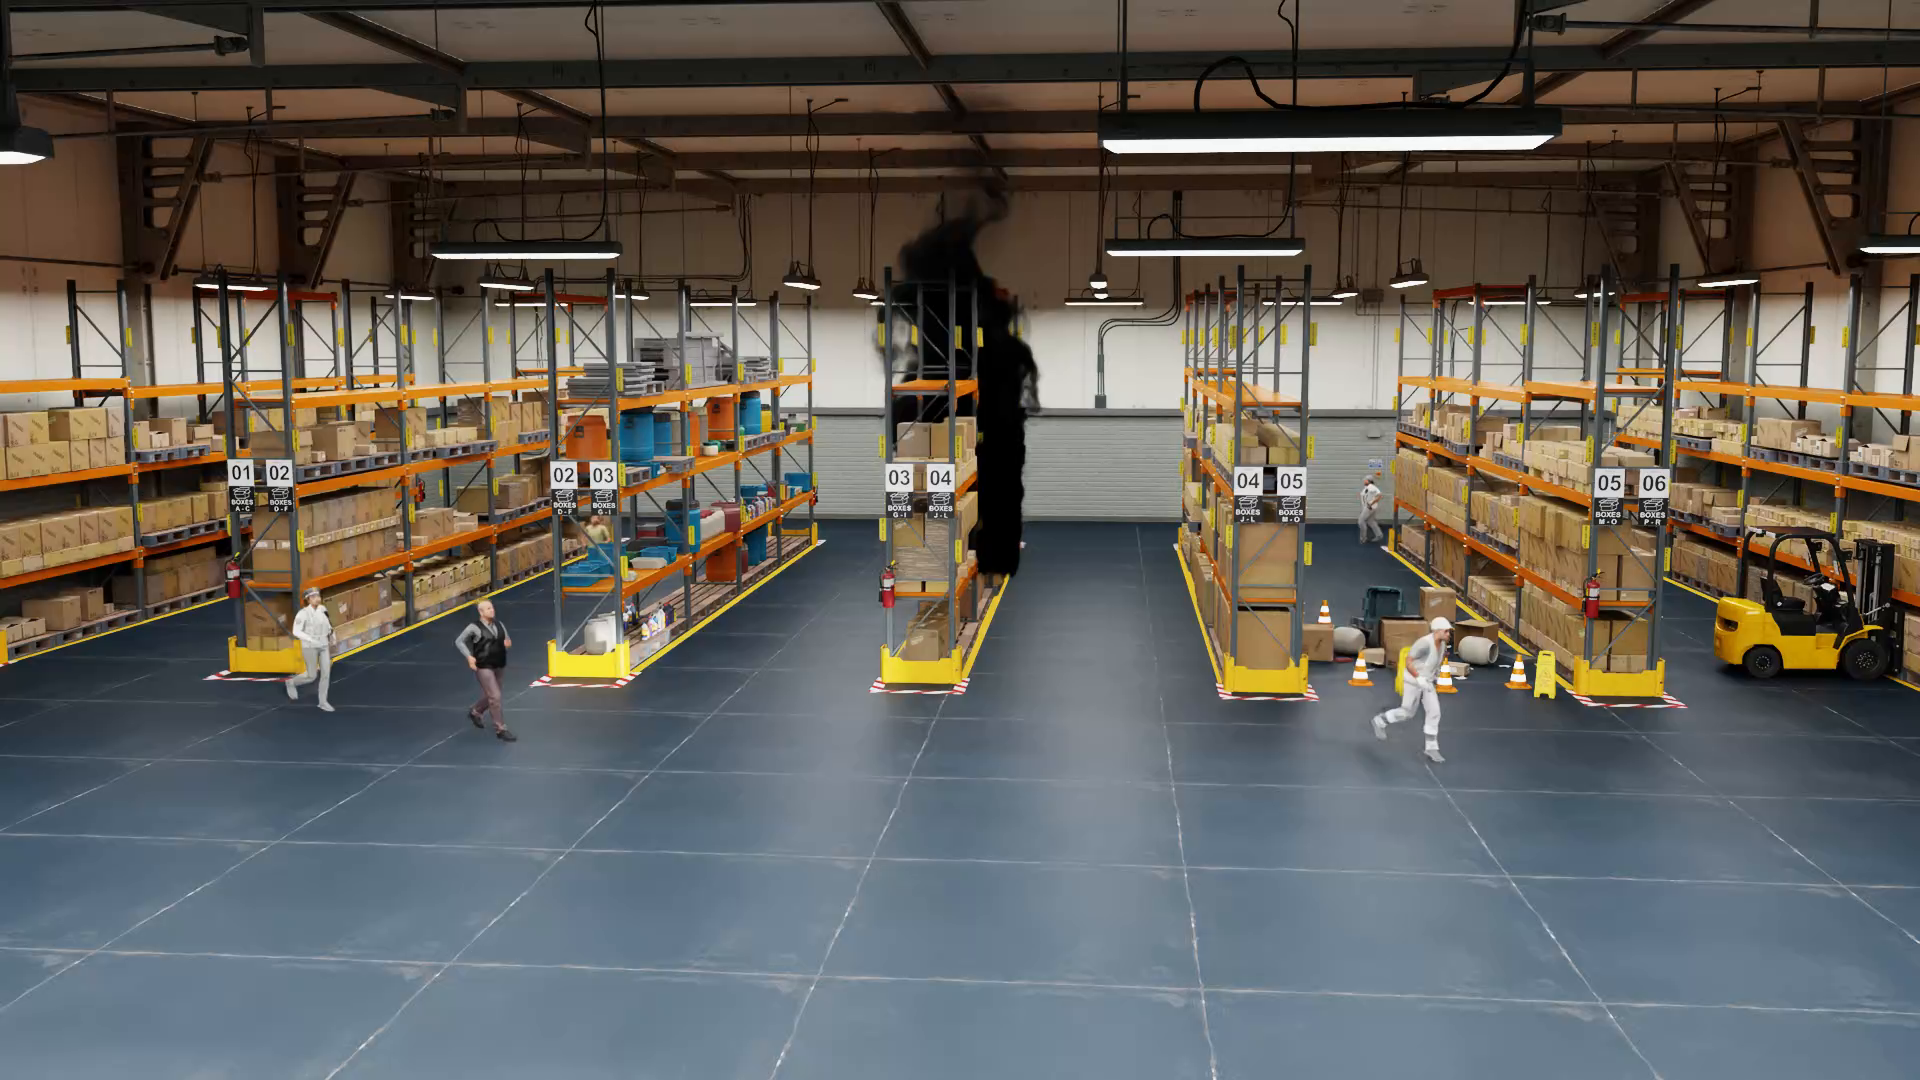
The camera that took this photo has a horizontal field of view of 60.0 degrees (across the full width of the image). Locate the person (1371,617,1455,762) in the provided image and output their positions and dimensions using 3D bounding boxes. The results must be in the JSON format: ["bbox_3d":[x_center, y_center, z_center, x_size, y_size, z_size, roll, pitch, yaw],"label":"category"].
[{"bbox_3d":[5.444,1.749,20.015,1.032,1.741,0.681,6,9,41],"label":"person"}]

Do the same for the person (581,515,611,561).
[{"bbox_3d":[-7.119,0.261,32.479,0.578,1.607,0.579,0,7,-1],"label":"person"}]

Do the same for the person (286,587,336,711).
[{"bbox_3d":[-8.768,1.455,22.543,0.780,1.695,0.624,4,8,32],"label":"person"}]

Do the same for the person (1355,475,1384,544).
[{"bbox_3d":[9.990,-0.721,40.490,0.746,1.724,0.603,1,7,4],"label":"person"}]

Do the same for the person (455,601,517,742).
[{"bbox_3d":[-5.881,1.609,20.774,0.967,1.708,0.653,4,8,30],"label":"person"}]
